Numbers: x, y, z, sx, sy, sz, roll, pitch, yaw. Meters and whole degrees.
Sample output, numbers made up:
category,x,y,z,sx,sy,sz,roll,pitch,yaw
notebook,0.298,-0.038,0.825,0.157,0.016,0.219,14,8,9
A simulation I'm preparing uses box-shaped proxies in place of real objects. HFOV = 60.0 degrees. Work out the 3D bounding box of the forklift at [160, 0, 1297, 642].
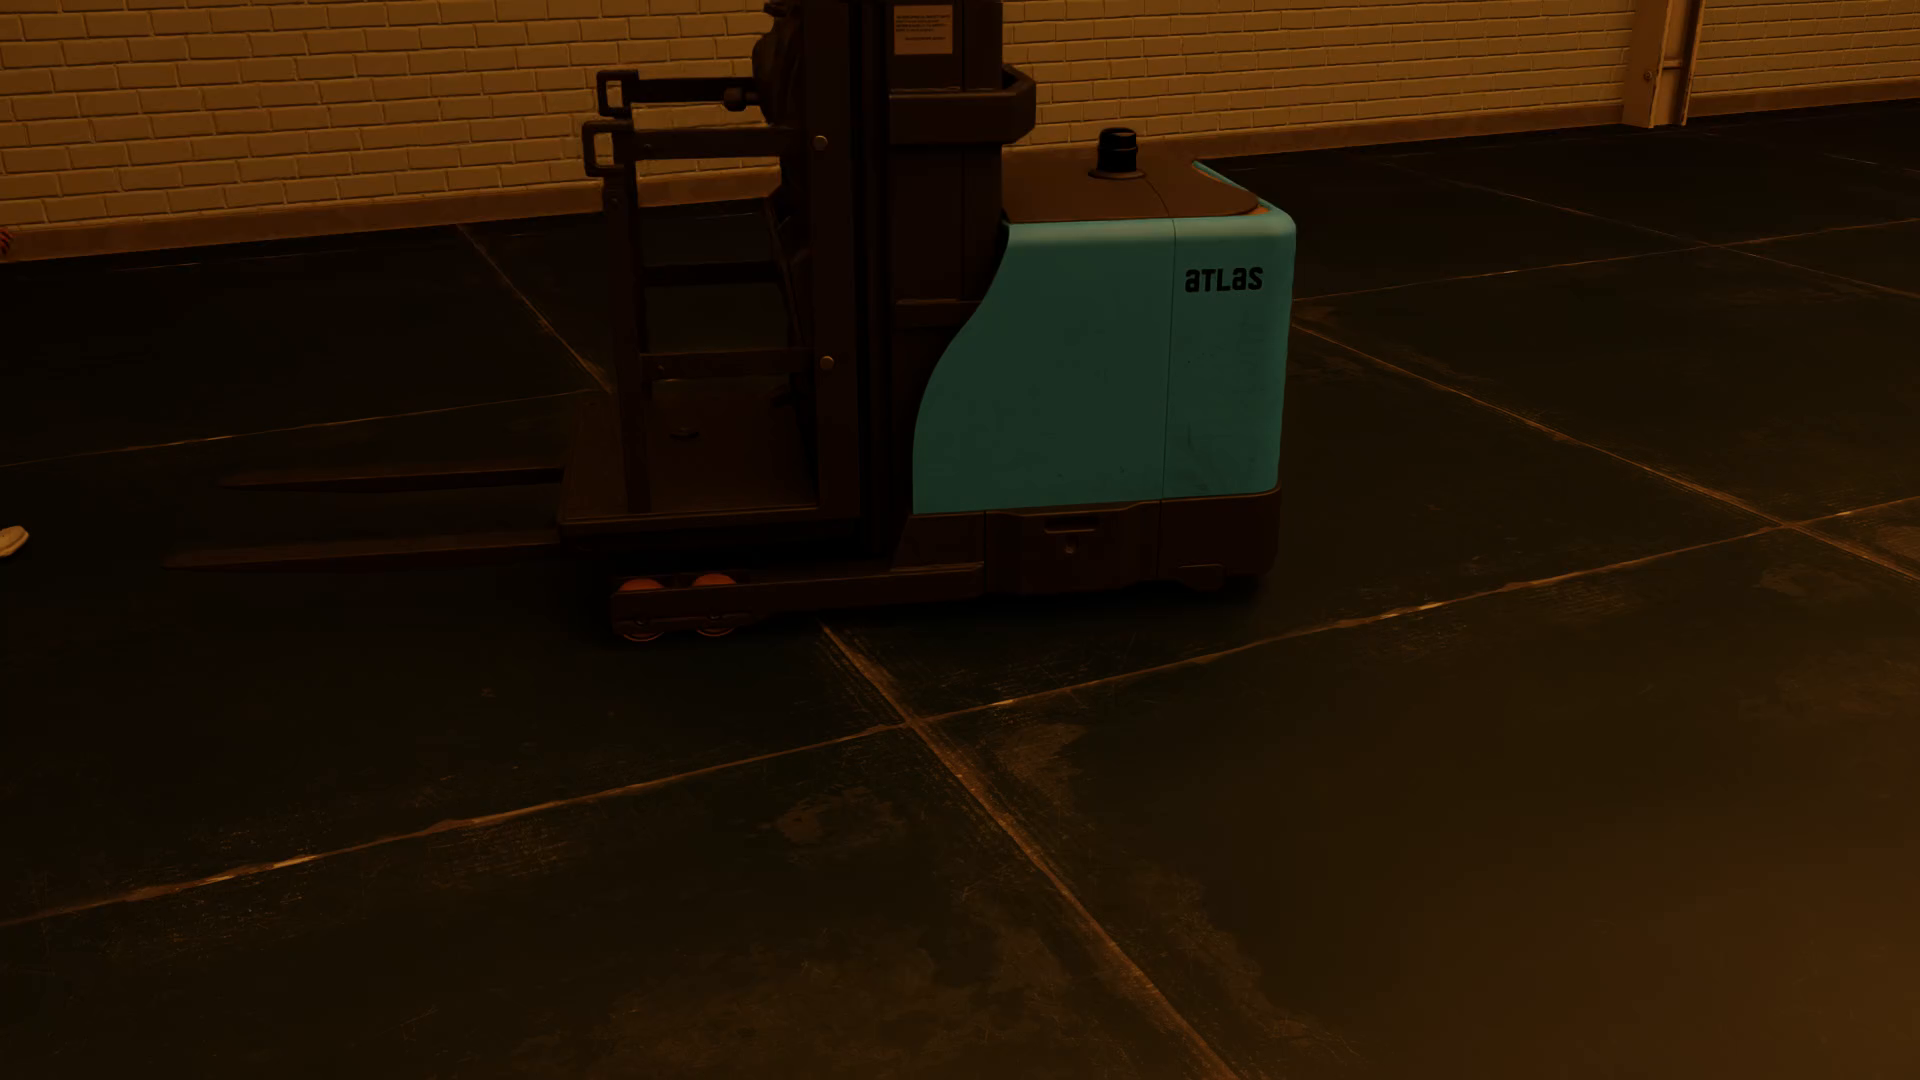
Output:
category,x,y,z,sx,sy,sz,roll,pitch,yaw
forklift,-0.658,-1.299,4.413,3.031,2.935,1.130,-4,23,-9

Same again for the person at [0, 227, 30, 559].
category,x,y,z,sx,sy,sz,roll,pitch,yaw
person,-3.275,-0.737,4.857,0.964,1.560,0.777,17,28,36
